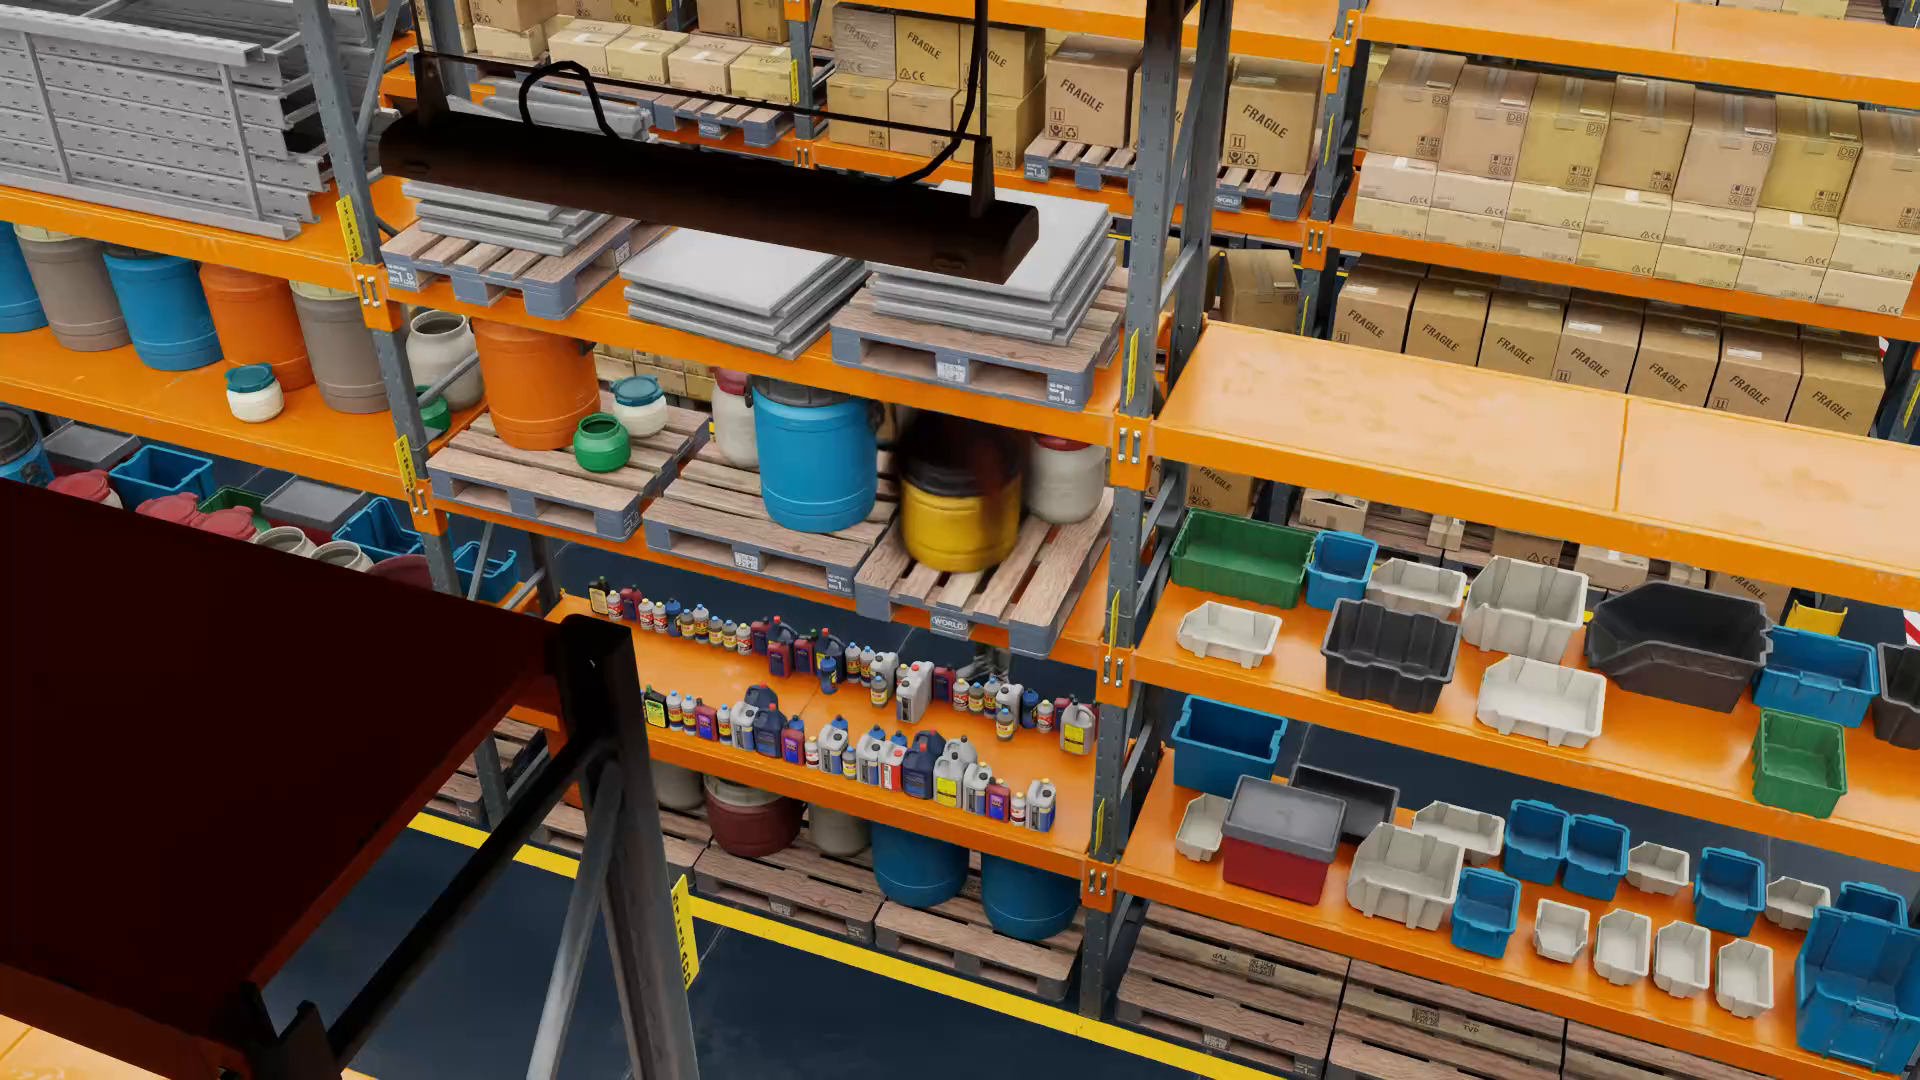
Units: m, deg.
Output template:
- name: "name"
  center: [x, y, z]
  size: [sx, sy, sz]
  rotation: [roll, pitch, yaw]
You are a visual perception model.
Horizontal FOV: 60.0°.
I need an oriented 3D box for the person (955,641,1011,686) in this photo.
- name: "person"
  center: [0.198, 0.359, 11.465]
  size: [0.621, 1.709, 0.580]
  rotation: [-27, 44, -32]
